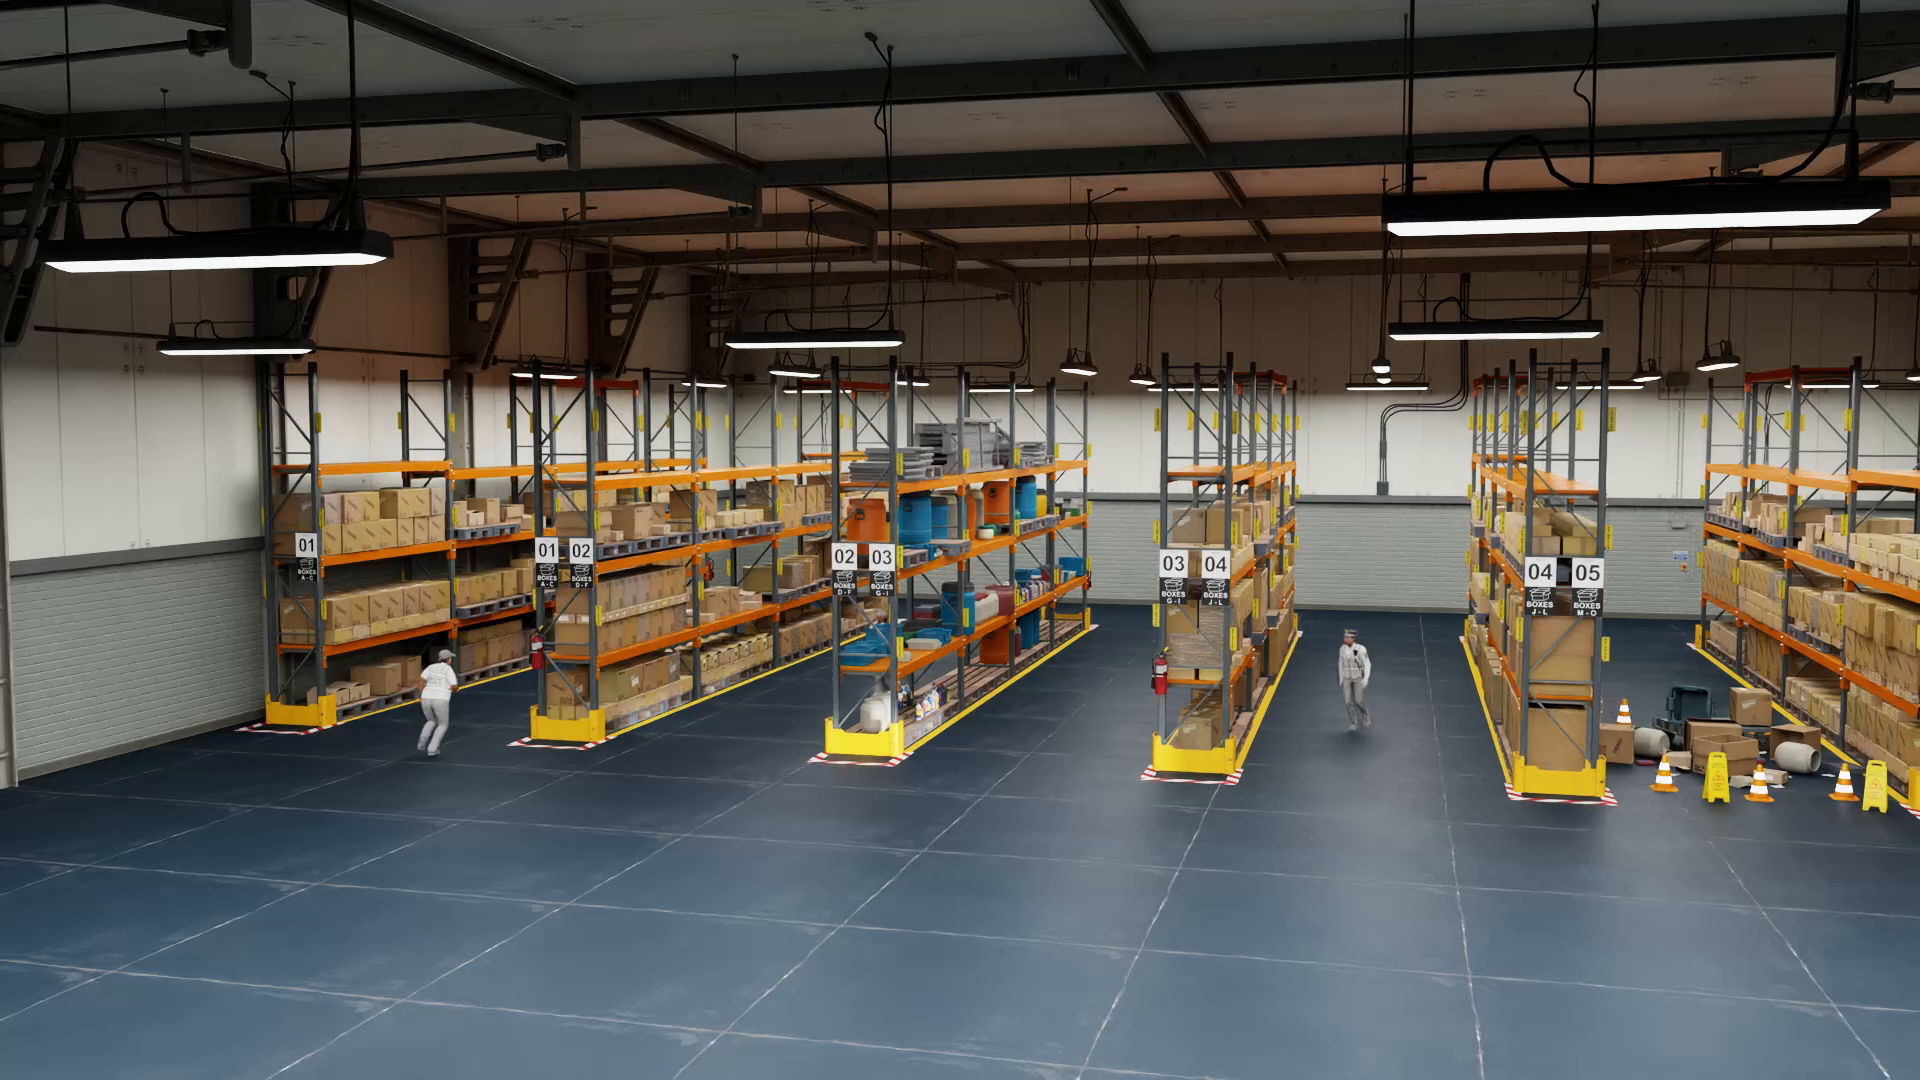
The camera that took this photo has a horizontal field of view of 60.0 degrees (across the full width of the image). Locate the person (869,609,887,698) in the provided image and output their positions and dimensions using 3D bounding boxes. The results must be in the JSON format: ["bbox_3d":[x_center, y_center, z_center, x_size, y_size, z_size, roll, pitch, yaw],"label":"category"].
[{"bbox_3d":[-1.473,2.050,30.124,0.467,1.633,0.972,1,4,19],"label":"person"}]

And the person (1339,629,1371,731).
[{"bbox_3d":[6.465,2.268,27.216,0.566,1.659,0.497,3,5,36],"label":"person"}]

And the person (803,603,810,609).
[{"bbox_3d":[-3.918,1.176,41.630,0.663,1.778,0.555,1,4,19],"label":"person"}]

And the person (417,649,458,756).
[{"bbox_3d":[-7.931,2.453,25.302,0.612,1.558,0.715,1,4,15],"label":"person"}]
